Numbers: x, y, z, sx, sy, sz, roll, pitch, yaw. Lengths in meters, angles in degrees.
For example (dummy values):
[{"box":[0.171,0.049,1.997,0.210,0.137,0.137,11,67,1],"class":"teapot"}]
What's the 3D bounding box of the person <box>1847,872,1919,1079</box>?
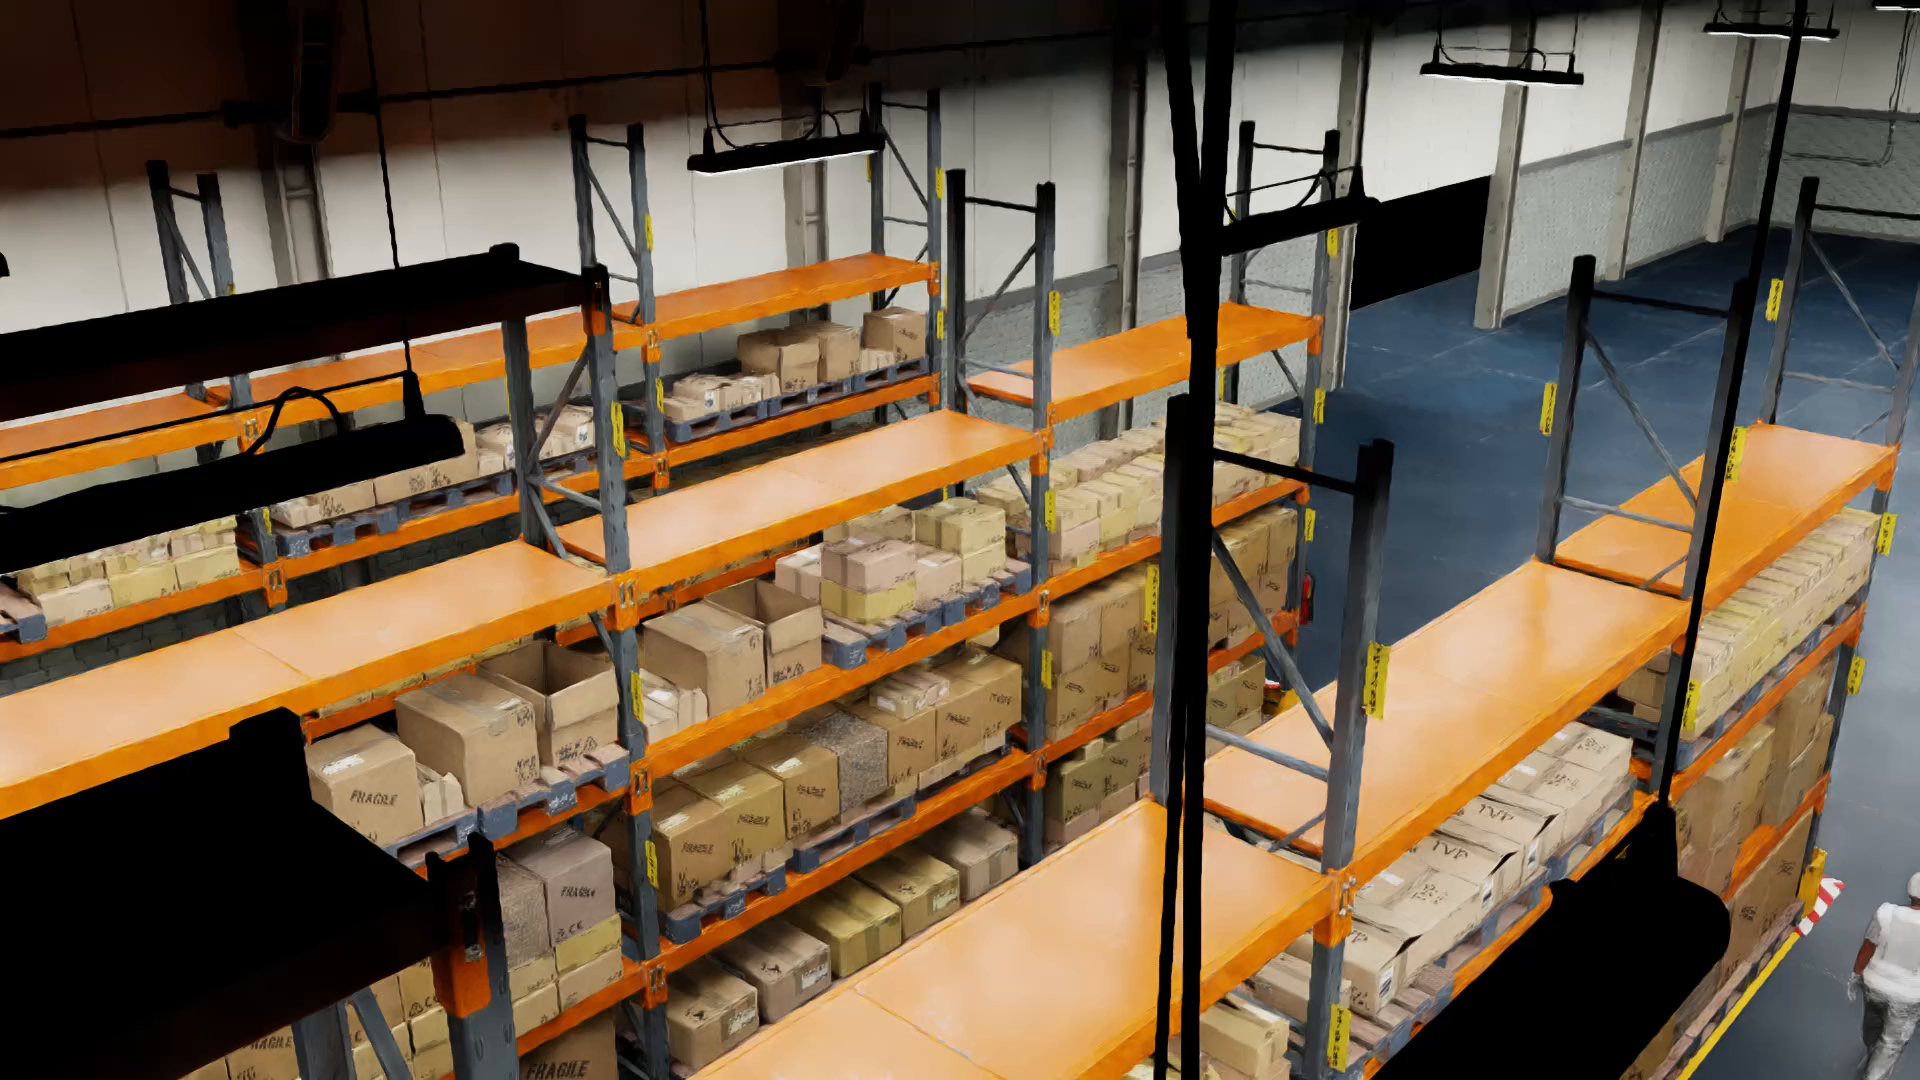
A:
[{"box":[6.601,3.093,11.657,0.566,1.706,1.122,20,29,41],"class":"person"}]
